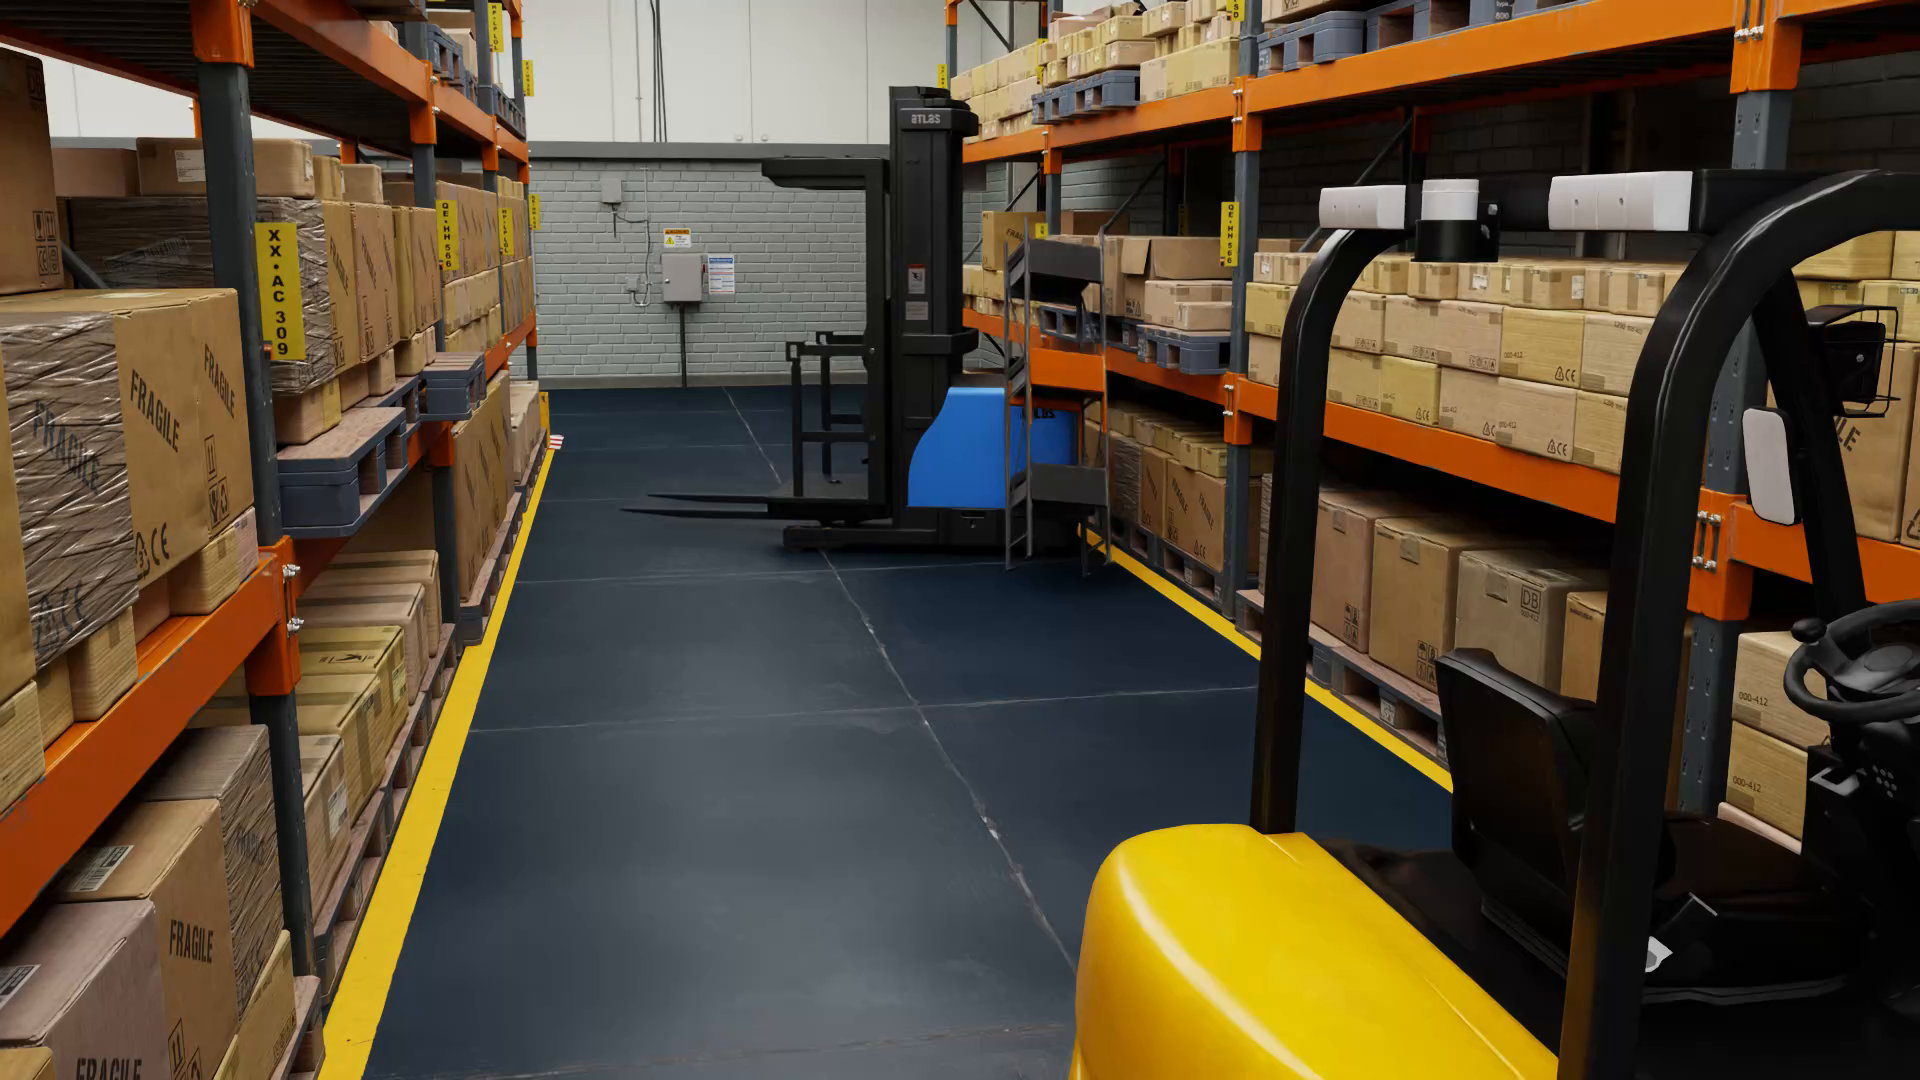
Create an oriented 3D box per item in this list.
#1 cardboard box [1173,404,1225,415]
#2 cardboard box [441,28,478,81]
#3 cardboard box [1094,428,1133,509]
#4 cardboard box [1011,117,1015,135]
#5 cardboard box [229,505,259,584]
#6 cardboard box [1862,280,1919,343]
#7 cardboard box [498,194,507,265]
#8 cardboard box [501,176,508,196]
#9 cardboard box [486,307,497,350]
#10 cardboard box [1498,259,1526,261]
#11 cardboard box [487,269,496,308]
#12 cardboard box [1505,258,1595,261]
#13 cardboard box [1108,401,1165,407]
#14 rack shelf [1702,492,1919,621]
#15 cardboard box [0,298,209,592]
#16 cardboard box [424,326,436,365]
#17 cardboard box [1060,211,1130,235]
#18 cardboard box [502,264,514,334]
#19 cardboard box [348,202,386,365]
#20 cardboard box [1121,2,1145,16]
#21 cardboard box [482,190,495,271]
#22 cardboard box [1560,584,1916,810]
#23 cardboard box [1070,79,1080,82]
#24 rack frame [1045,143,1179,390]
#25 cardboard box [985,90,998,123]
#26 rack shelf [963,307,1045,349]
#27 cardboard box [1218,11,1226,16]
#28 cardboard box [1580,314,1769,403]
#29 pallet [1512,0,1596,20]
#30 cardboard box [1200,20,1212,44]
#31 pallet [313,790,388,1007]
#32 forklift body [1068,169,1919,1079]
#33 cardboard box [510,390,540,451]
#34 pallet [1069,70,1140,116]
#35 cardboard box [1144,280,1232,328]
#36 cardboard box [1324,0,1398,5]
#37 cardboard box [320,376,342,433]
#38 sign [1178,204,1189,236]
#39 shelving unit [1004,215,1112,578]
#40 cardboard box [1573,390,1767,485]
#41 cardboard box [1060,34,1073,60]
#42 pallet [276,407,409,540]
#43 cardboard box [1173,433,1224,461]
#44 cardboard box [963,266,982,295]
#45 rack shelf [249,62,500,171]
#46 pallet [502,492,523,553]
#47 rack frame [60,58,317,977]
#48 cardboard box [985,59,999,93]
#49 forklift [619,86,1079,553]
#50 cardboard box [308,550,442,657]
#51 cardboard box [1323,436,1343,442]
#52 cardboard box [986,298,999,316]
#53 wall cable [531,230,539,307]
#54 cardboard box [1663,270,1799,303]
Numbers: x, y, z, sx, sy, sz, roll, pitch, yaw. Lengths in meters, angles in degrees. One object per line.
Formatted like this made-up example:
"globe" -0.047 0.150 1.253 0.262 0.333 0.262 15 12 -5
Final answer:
"cardboard box" 1.687 -0.849 11.460 0.380 0.149 0.250 -2 11 -9
"cardboard box" -3.347 -3.100 10.556 0.500 0.311 0.500 -2 11 -11
"cardboard box" 1.223 -0.492 11.320 0.500 0.500 0.500 -2 11 -13
"cardboard box" 0.629 -3.395 13.659 0.380 0.149 0.250 -2 11 -9
"cardboard box" -1.807 0.020 3.739 0.380 0.149 0.250 -2 11 -12
"cardboard box" 2.555 -0.584 4.243 0.380 0.149 0.250 -2 11 -10
"cardboard box" -3.580 -2.255 12.078 0.500 0.500 0.500 -2 11 -11
"cardboard box" -3.699 -2.734 12.861 0.380 0.149 0.250 -2 11 -13
"cardboard box" -3.292 -1.378 10.815 0.500 0.250 0.500 -2 11 -12
"cardboard box" 2.101 -1.084 6.866 0.380 0.149 0.250 -2 11 -11
"cardboard box" -3.296 -1.627 10.785 0.500 0.250 0.500 -2 11 -10
"cardboard box" 2.501 -1.100 6.953 0.380 0.149 0.250 -2 11 -9
"cardboard box" 1.210 -0.877 11.607 0.380 0.149 0.250 -2 11 -12
"rack shelf" 3.089 0.388 3.059 1.077 0.370 4.000 -2 11 -11
"cardboard box" -1.731 -0.180 3.055 0.500 0.500 0.500 -2 11 -9
"cardboard box" -2.436 -0.825 7.056 0.380 0.149 0.250 -2 11 -11
"cardboard box" 1.115 -2.523 14.030 0.500 0.500 0.500 -2 11 -13
"cardboard box" -3.559 -1.763 12.169 0.500 0.500 0.500 -2 11 -9
"cardboard box" -2.159 -0.832 5.359 0.500 0.500 0.500 -2 11 -11
"cardboard box" 1.354 -3.654 11.726 0.396 0.266 0.258 -2 11 -11
"cardboard box" -3.283 -1.991 10.694 0.500 0.500 0.500 -2 11 -10
"cardboard box" 2.587 0.533 5.603 0.875 0.625 0.625 -2 11 -8
"cardboard box" 0.973 -3.244 11.477 0.380 0.149 0.250 -2 11 -11
"rack frame" 1.144 -1.799 12.628 1.000 3.000 0.127 -2 11 -11
"cardboard box" 0.514 -3.707 14.233 0.500 0.250 0.500 -2 11 -12
"rack shelf" 0.755 -1.813 14.623 1.077 0.370 4.000 -2 11 -11
"cardboard box" 1.617 -2.912 8.990 0.380 0.149 0.250 -3 11 -13
"cardboard box" 2.353 -0.585 5.311 0.500 0.250 0.500 -2 11 -12
"pallet" 2.515 -1.873 5.504 0.805 0.209 1.217 -3 11 -13
"cardboard box" 1.559 -2.815 9.277 0.380 0.149 0.250 -2 11 -10
"pallet" -2.321 1.076 4.978 1.003 0.211 1.213 -2 11 -11
"forklift body" 1.319 0.537 2.623 2.313 2.155 1.214 -2 11 -11
"cardboard box" -4.090 -1.015 14.234 0.875 0.438 0.875 -2 11 -9
"pallet" 1.406 -2.868 10.725 1.213 0.211 1.003 -2 11 -11
"cardboard box" 1.399 -1.380 9.703 0.500 0.250 0.500 -3 11 -14
"cardboard box" 2.020 -2.613 7.224 0.700 0.500 0.500 -2 11 -12
"cardboard box" -2.006 -0.393 4.787 0.380 0.149 0.250 -2 11 -10
"sign" 1.687 -2.389 12.629 0.100 0.325 0.005 -2 11 -11
"shelving unit" 0.571 -0.858 9.934 0.503 2.100 0.431 5 -15 -17
"cardboard box" 2.345 -0.341 5.369 0.500 0.250 0.500 -2 11 -10
"cardboard box" 0.901 -3.386 11.427 0.380 0.149 0.250 -2 11 -12
"pallet" -2.175 -0.202 4.749 1.003 0.211 1.213 -2 11 -11
"cardboard box" 1.486 -0.543 9.854 0.380 0.149 0.250 -2 11 -13
"cardboard box" 0.288 -2.420 15.494 0.500 0.250 0.500 -2 11 -10
"rack shelf" -3.336 -2.372 9.536 1.077 0.370 4.000 -2 11 -11
"pallet" -3.501 -0.110 11.208 1.003 0.211 1.213 -2 11 -11
"rack frame" -2.169 -0.151 3.967 1.000 3.000 0.127 -2 11 -11
"cardboard box" 0.506 -3.955 14.201 0.500 0.250 0.500 -2 11 -9
"forklift" -0.728 -1.455 11.000 3.031 2.935 1.130 1 11 6
"cardboard box" -2.846 0.304 7.482 0.950 0.372 0.625 -3 11 -15
"cardboard box" 2.101 -0.519 9.731 0.380 0.149 0.250 -2 11 -9
"cardboard box" 0.433 -2.054 14.636 0.380 0.149 0.250 -2 11 -10
"wall cable" -5.622 -3.900 20.862 0.585 1.953 0.123 -2 11 -11
"cardboard box" 2.415 -0.754 5.136 0.380 0.149 0.250 -2 11 -9
